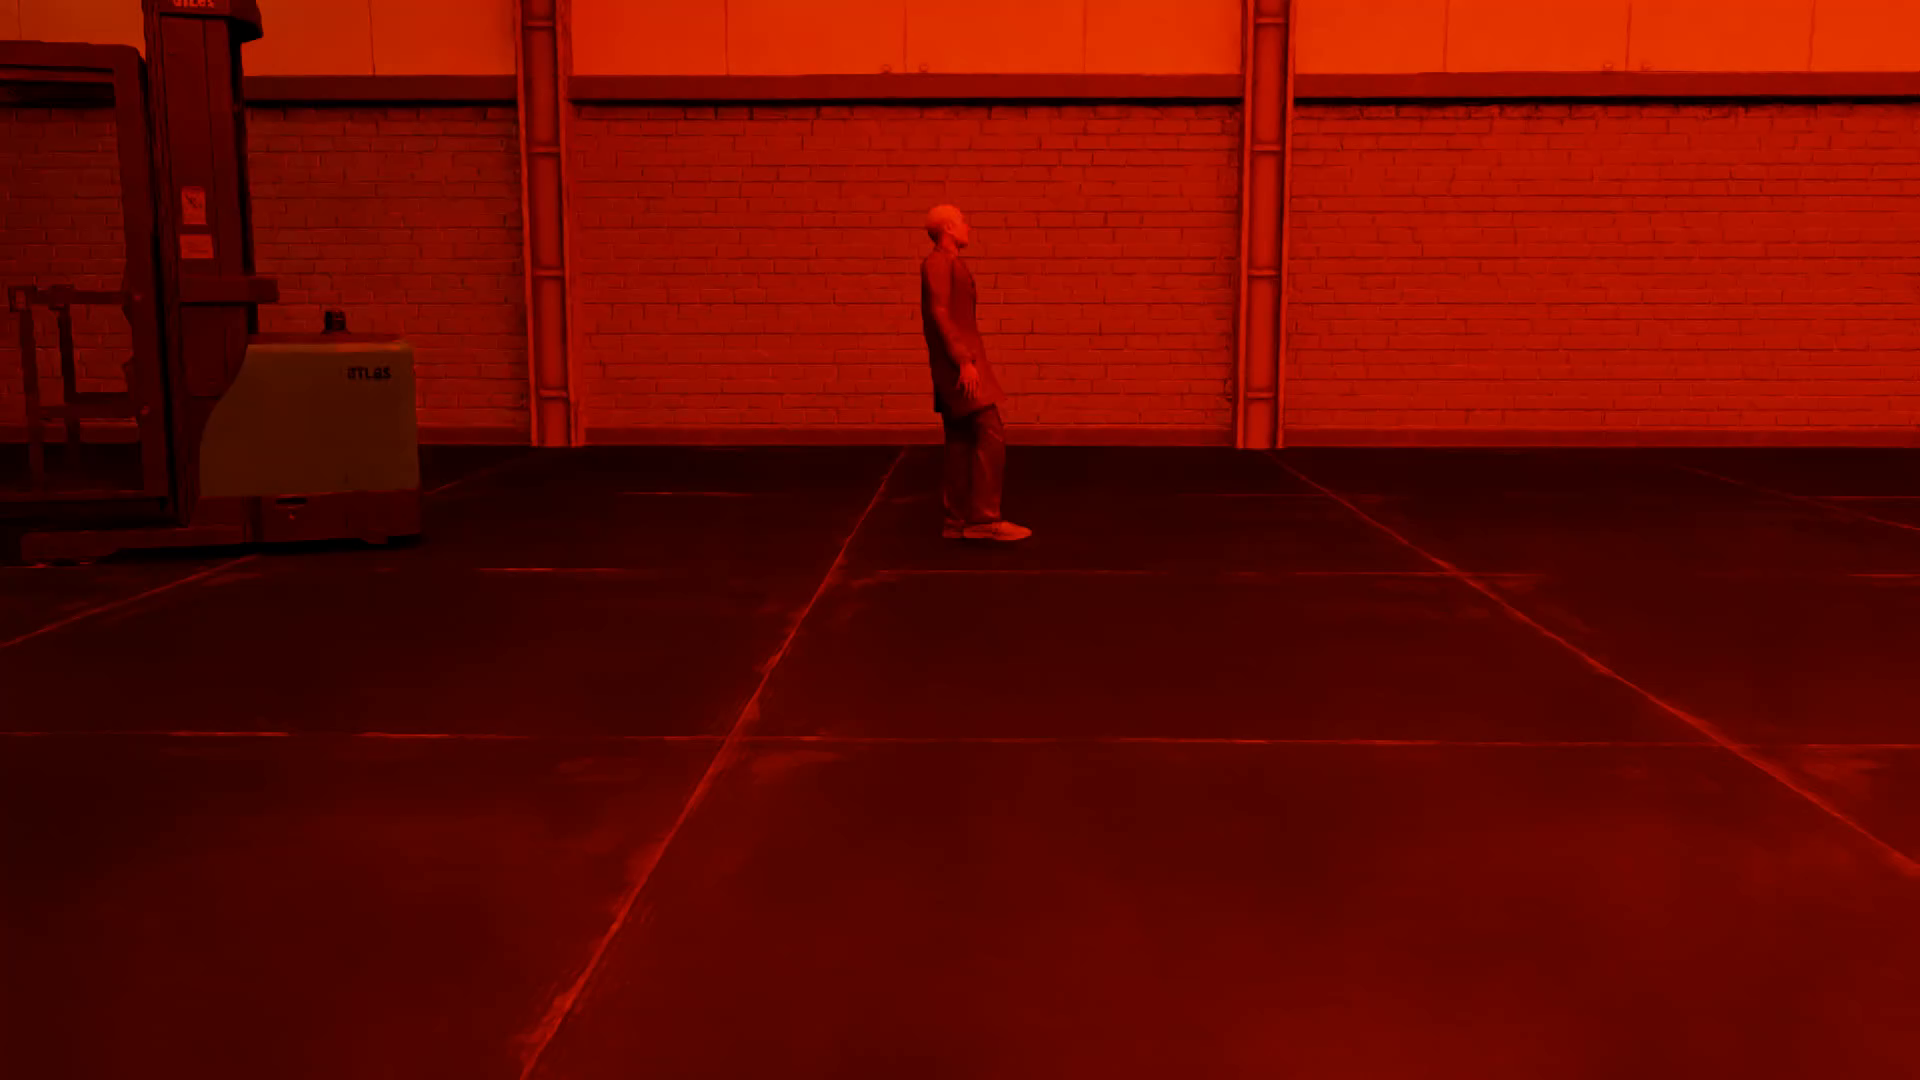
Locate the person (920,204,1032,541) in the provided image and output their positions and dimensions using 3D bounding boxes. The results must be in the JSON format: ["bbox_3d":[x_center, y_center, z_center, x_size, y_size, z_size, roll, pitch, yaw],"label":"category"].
[{"bbox_3d":[0.089,-0.886,8.860,0.586,1.774,0.694,0,9,1],"label":"person"}]

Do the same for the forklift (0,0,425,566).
[{"bbox_3d":[-4.406,-1.408,8.515,3.031,2.935,1.130,-3,9,-18],"label":"forklift"}]
